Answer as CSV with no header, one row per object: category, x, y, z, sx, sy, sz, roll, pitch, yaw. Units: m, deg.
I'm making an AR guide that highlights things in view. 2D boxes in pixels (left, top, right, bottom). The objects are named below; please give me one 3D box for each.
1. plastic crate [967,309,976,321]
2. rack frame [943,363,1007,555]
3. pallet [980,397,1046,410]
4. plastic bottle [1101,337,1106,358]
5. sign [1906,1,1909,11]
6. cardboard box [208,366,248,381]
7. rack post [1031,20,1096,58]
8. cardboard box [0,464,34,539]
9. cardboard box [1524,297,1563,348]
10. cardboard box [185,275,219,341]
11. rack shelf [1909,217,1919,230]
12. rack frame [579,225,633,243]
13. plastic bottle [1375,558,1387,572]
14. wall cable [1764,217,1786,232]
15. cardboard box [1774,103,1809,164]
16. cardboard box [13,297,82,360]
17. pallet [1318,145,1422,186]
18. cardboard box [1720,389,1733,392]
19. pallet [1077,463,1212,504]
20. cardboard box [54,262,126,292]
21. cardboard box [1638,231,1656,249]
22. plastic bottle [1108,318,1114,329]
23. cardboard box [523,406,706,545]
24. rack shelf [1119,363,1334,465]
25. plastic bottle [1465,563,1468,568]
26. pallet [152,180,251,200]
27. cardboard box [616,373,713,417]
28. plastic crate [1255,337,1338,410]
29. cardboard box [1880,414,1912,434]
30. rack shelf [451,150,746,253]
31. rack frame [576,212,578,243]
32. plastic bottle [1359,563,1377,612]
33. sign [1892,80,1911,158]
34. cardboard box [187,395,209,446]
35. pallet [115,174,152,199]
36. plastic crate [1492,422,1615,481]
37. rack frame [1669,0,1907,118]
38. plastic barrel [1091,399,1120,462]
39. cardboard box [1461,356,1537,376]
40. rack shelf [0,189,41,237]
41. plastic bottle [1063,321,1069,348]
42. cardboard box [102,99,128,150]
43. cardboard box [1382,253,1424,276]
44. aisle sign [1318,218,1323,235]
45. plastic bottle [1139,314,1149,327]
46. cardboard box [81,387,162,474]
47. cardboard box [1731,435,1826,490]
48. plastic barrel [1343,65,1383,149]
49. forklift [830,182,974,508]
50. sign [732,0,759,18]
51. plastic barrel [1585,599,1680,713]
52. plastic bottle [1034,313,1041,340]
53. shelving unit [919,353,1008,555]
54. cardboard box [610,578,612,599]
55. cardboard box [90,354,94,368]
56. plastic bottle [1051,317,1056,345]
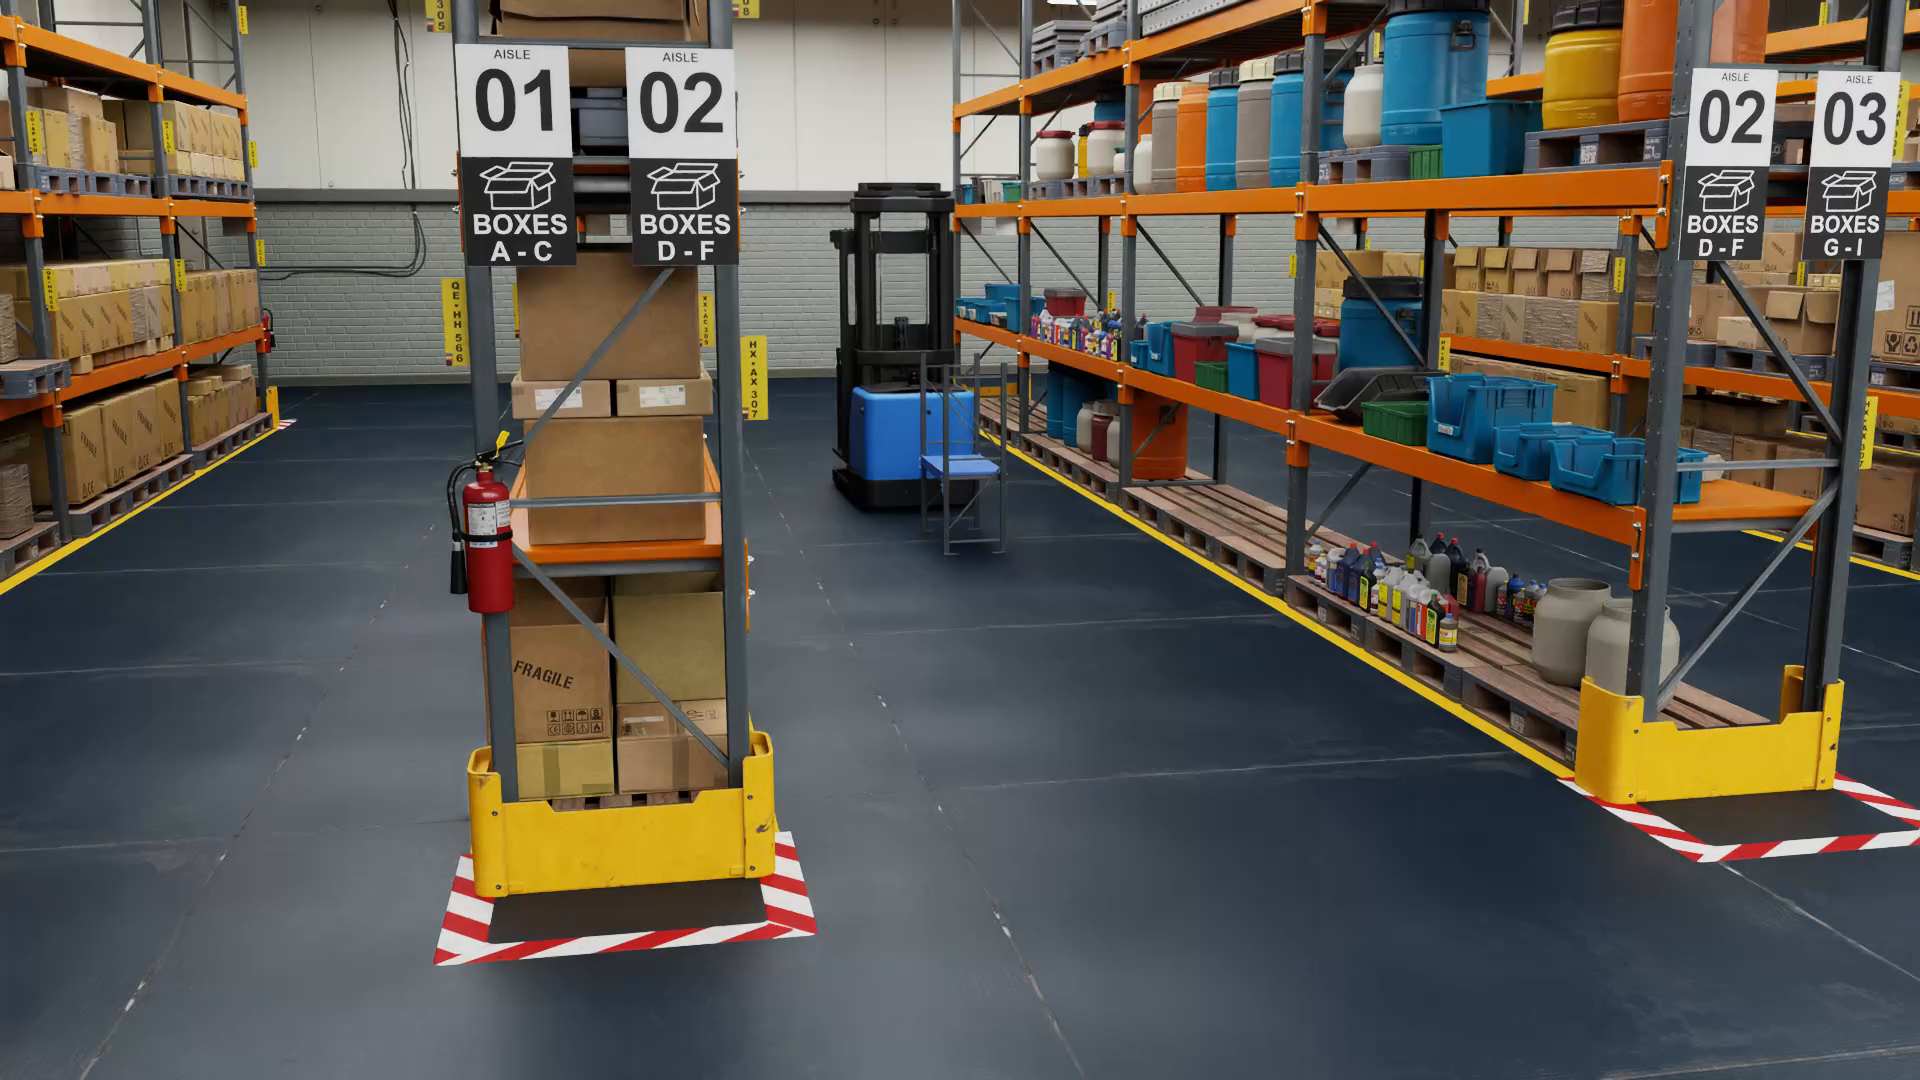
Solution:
plastic crate,0.242,-2.916,21.541,0.250,0.136,0.298,-2,11,-11
rack frame,0.115,-0.628,12.984,0.500,1.500,0.032,-2,11,-11
pallet,0.526,-1.737,22.260,1.003,0.211,1.213,-2,11,-11
plastic bottle,1.394,-1.836,15.850,0.097,0.201,0.097,0,11,0
sign,11.468,-6.373,20.192,0.100,0.325,0.005,-2,11,-11
cardboard box,-8.826,-2.008,20.052,0.380,0.149,0.250,-2,11,-9
rack post,1.315,-5.281,17.575,0.937,0.300,0.954,-2,11,-12
cardboard box,-7.567,-0.290,12.708,0.700,0.500,0.500,-2,11,-10
cardboard box,6.284,-2.290,17.439,0.500,0.500,0.500,-2,11,-13
cardboard box,-8.762,-2.548,18.256,0.980,0.700,0.700,-2,11,-12
rack shelf,15.372,-4.554,23.501,1.077,0.370,4.000,-2,11,-11
rack frame,-4.456,-3.080,21.859,1.000,3.000,0.127,-2,11,-11
plastic bottle,2.634,0.250,10.478,0.097,0.271,0.097,0,11,0
wall cable,15.252,-5.387,31.257,0.588,1.984,0.122,-2,11,-11
cardboard box,6.857,-3.460,14.228,0.500,0.500,0.500,-2,11,-13
cardboard box,-7.602,-1.736,13.678,0.500,0.500,0.500,-2,11,-9
pallet,2.974,-2.311,10.299,1.213,0.211,1.003,-2,11,-11
cardboard box,10.396,-2.060,22.201,0.380,0.149,0.250,-2,11,-10
pallet,1.766,-0.566,16.105,1.003,0.211,1.213,-2,11,-11
cardboard box,-7.905,-2.382,15.067,0.500,0.250,0.500,-2,11,-12
cardboard box,9.974,-4.196,23.984,0.500,0.500,0.500,-2,11,-11
plastic bottle,1.626,-2.235,17.761,0.097,0.271,0.097,0,11,0
cardboard box,-1.422,-0.281,6.884,0.700,0.500,0.500,-2,11,-11
rack shelf,2.349,-1.072,13.233,1.077,0.370,4.000,-2,11,-11
plastic bottle,3.256,0.230,10.552,0.061,0.283,0.133,-1,11,-7
pallet,-9.159,-4.194,19.924,1.003,0.211,1.213,-2,11,-11
cardboard box,-1.209,-0.594,6.790,0.380,0.149,0.250,-2,11,-11
plastic crate,2.343,-1.168,11.640,0.402,0.464,0.583,-2,11,-11
cardboard box,11.028,-1.509,19.164,0.500,0.500,0.500,-2,11,-10
rack shelf,-1.733,-1.633,8.155,1.077,0.370,4.000,-2,11,-11
rack frame,-3.678,-2.347,18.004,1.000,3.000,0.127,-2,11,-11
plastic bottle,2.516,0.289,10.245,0.061,0.283,0.133,-2,11,-8
sign,4.056,-1.823,7.203,0.100,0.325,0.005,-2,11,-11
cardboard box,-8.581,-1.285,17.989,0.700,0.500,0.500,-2,11,-10
pallet,-8.309,-3.379,15.918,0.805,0.209,1.217,-3,11,-13
plastic crate,3.004,-0.453,8.450,0.499,0.251,0.408,-2,11,-11
rack frame,3.516,-3.272,6.823,1.000,3.000,0.127,-2,11,-11
plastic barrel,1.628,-1.111,16.835,0.600,0.588,0.708,-2,11,-11
cardboard box,6.359,-1.588,18.579,1.225,0.875,0.875,-3,11,-13
rack shelf,-7.369,-2.186,11.059,1.077,0.370,4.000,-2,11,-11
plastic bottle,1.119,-2.130,17.208,0.097,0.271,0.097,0,11,0
cardboard box,-8.901,-4.309,17.297,0.500,0.500,0.500,-2,11,-11
cardboard box,5.595,-3.314,20.685,0.500,0.500,0.500,-2,11,-10
aisle sign,4.954,-4.719,23.517,0.394,0.787,0.004,-2,11,-11
plastic bottle,1.896,-2.143,17.067,0.144,0.351,0.185,-2,11,-11
cardboard box,-8.106,-1.039,15.758,0.750,0.750,0.750,-2,11,-9
cardboard box,7.206,-0.634,14.513,0.700,0.500,0.500,-1,11,-6
plastic barrel,2.629,-2.708,10.455,0.421,0.512,0.421,0,11,0
forklift,-0.652,-1.959,16.150,1.130,2.935,3.031,-2,11,-12
sign,-0.798,-2.107,6.172,0.100,0.325,0.005,-2,11,-11
plastic barrel,3.313,0.573,8.197,0.421,0.512,0.421,0,11,0
plastic bottle,0.861,-2.362,18.394,0.061,0.283,0.133,-2,11,-11
shelving unit,0.017,-0.721,13.474,0.538,1.500,1.048,-2,11,-11
cardboard box,-2.234,0.084,9.456,0.500,0.500,0.500,-2,11,-11
cardboard box,-7.833,-1.575,14.567,0.380,0.149,0.250,-2,11,-10
plastic bottle,1.007,-2.223,17.667,0.061,0.283,0.133,-2,11,-11
